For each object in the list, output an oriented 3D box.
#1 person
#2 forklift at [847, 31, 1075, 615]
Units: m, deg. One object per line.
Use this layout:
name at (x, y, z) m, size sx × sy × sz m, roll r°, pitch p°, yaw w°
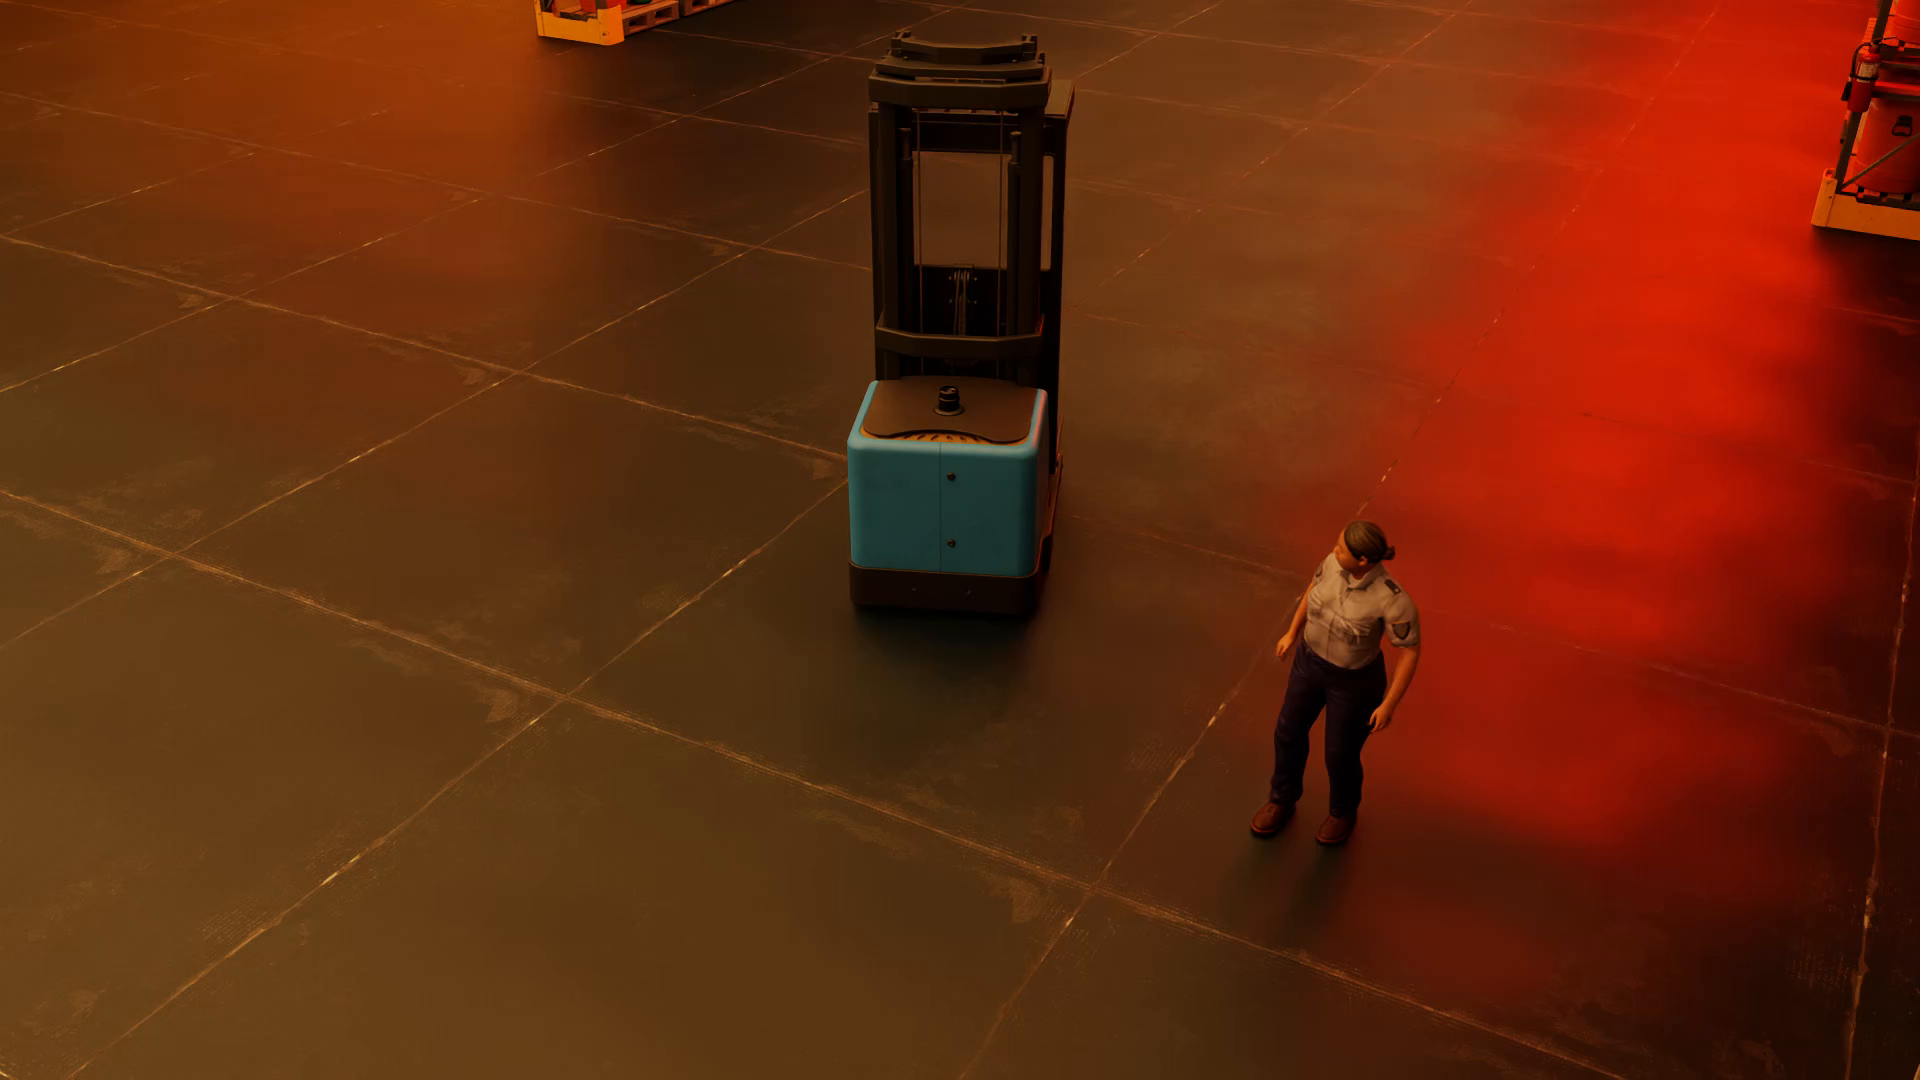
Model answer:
person at (1.629, 0.623, 7.289) m, size 0.469 × 1.639 × 0.672 m, roll -24°, pitch 38°, yaw -35°
forklift at (0.072, -1.572, 9.794) m, size 1.130 × 2.935 × 3.031 m, roll 3°, pitch 30°, yaw 6°
